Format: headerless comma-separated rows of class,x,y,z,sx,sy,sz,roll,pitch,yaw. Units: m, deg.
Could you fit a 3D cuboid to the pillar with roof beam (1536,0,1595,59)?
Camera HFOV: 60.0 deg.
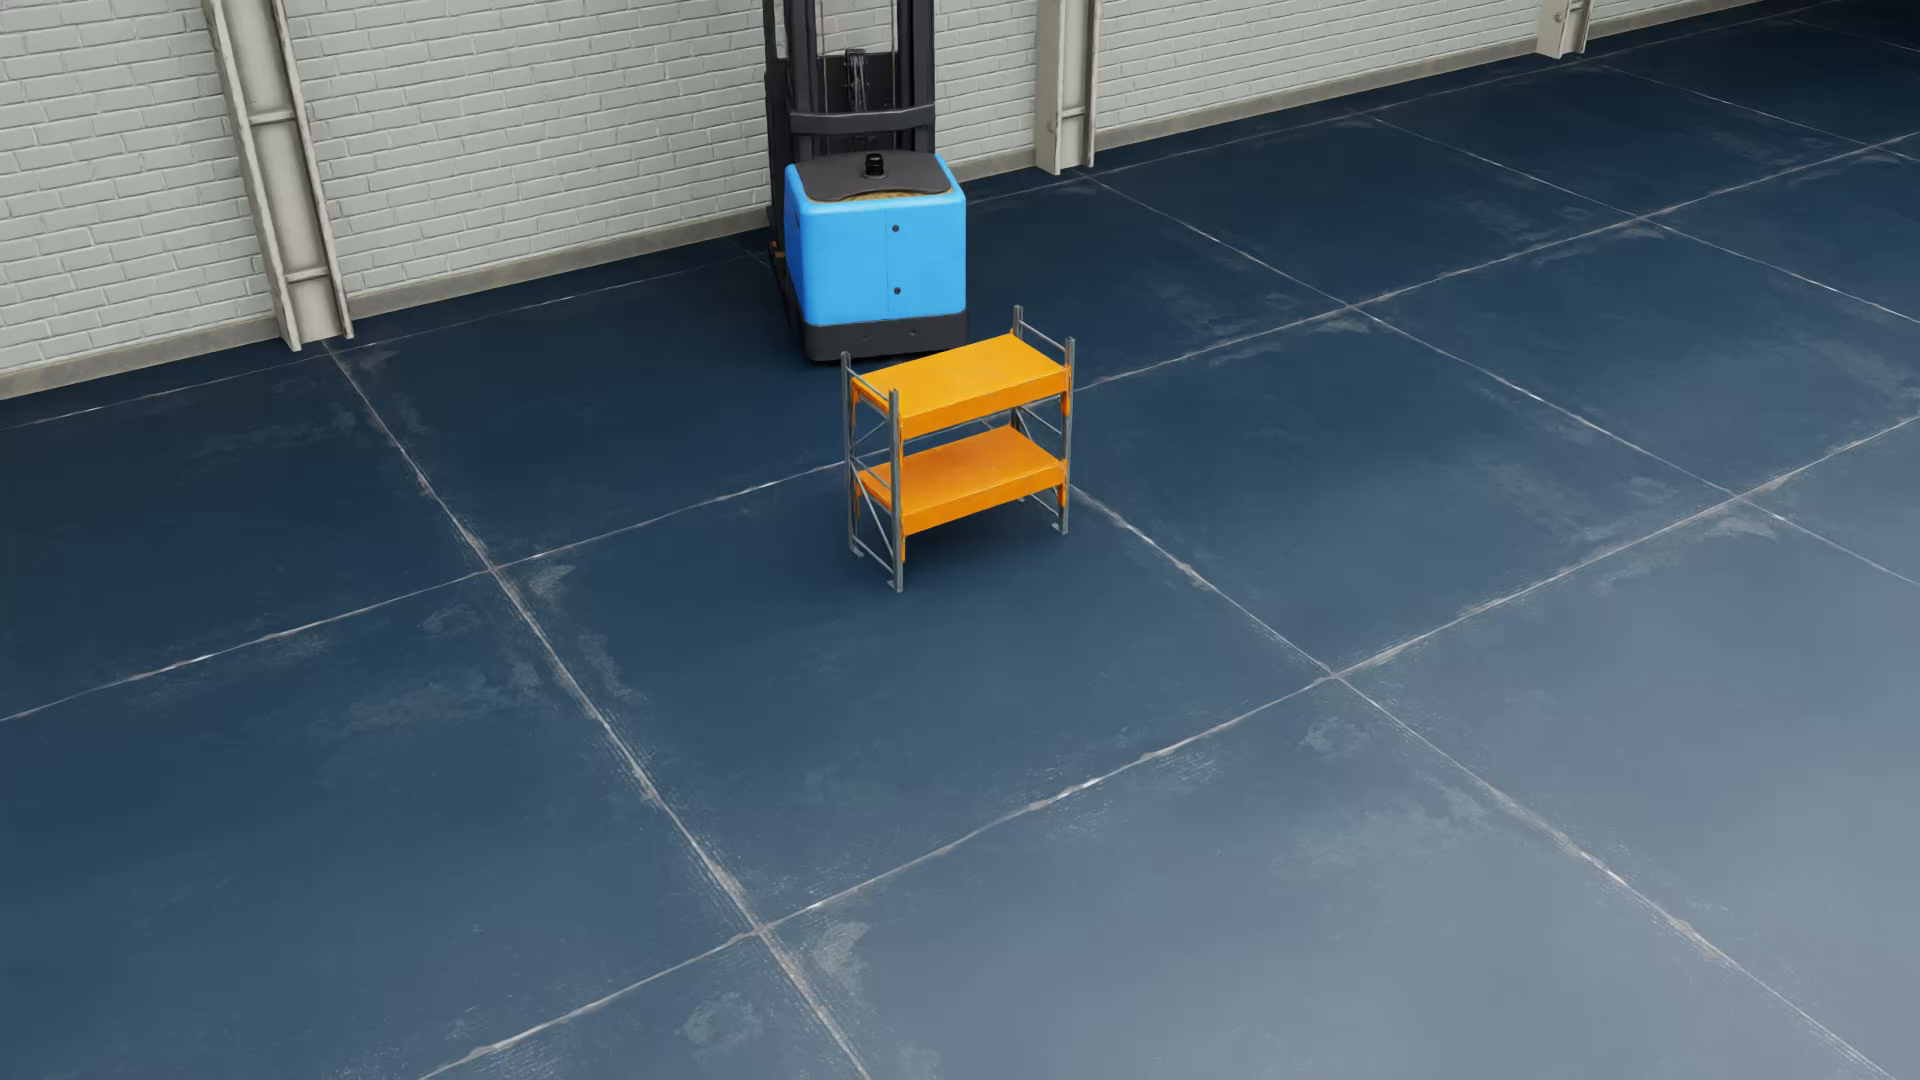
pillar with roof beam,8.223,-6.678,10.902,0.400,9.000,9.100,-19,37,-27

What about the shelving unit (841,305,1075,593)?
shelving unit,-0.006,-0.474,8.447,1.048,1.125,0.538,-19,37,-27

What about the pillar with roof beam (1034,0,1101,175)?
pillar with roof beam,3.180,-4.944,8.153,0.400,9.000,9.100,-19,37,-27

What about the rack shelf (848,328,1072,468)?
rack shelf,-0.006,-0.721,8.291,1.000,0.278,0.538,-19,37,-27

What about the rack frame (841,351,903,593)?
rack frame,-0.433,-0.327,8.214,0.032,1.125,0.500,-19,37,-27

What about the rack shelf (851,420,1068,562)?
rack shelf,-0.006,-0.267,8.577,1.000,0.278,0.538,-19,37,-27

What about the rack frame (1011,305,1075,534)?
rack frame,0.422,-0.621,8.680,0.032,1.125,0.500,-19,37,-27

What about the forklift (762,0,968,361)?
forklift,-0.758,-3.134,10.971,1.130,2.935,3.031,-6,33,-10

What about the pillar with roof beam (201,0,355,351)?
pillar with roof beam,-1.863,-3.209,5.403,0.400,9.000,9.100,-19,37,-27
